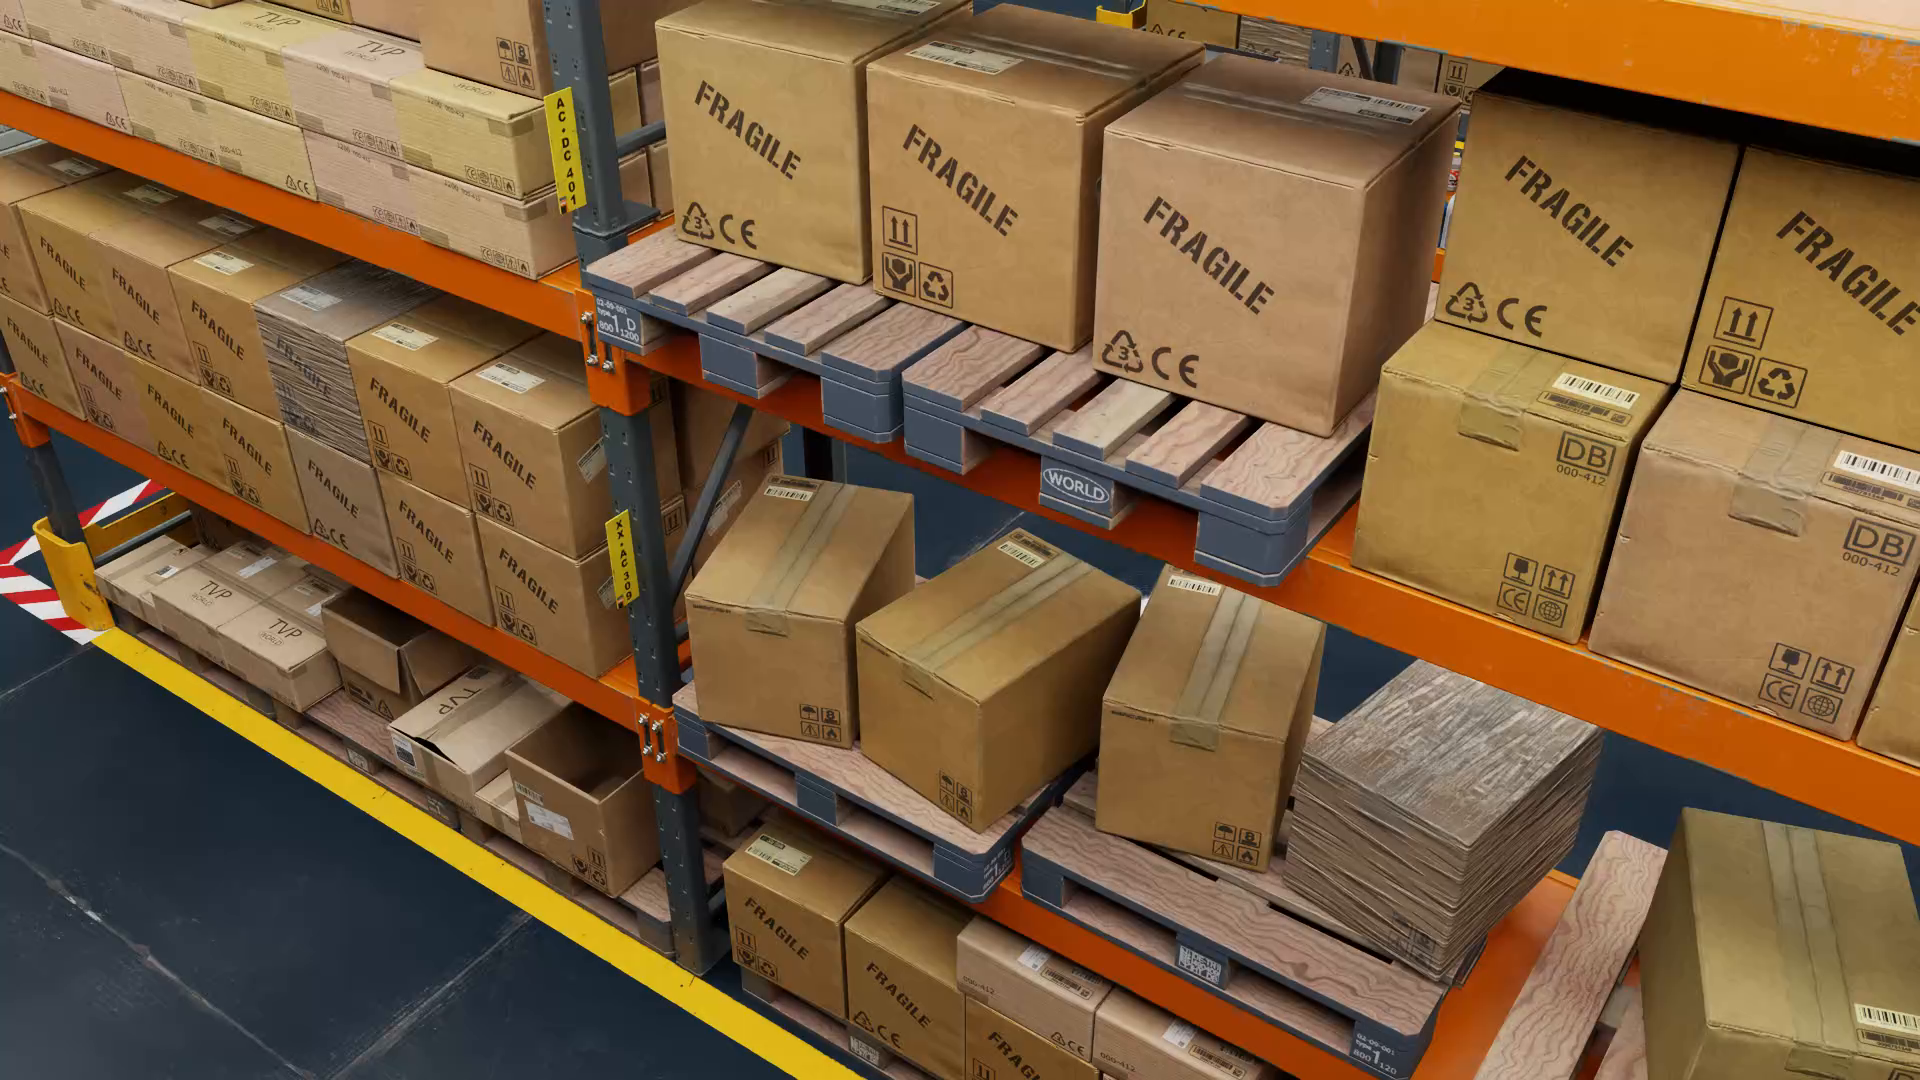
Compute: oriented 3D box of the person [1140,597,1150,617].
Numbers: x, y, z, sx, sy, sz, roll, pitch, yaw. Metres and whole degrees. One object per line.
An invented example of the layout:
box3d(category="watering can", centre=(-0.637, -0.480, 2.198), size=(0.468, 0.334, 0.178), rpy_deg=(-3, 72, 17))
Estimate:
box3d(category="person", centre=(0.746, 0.608, 7.117), size=(0.958, 0.814, 0.532), rpy_deg=(21, 40, 28))
